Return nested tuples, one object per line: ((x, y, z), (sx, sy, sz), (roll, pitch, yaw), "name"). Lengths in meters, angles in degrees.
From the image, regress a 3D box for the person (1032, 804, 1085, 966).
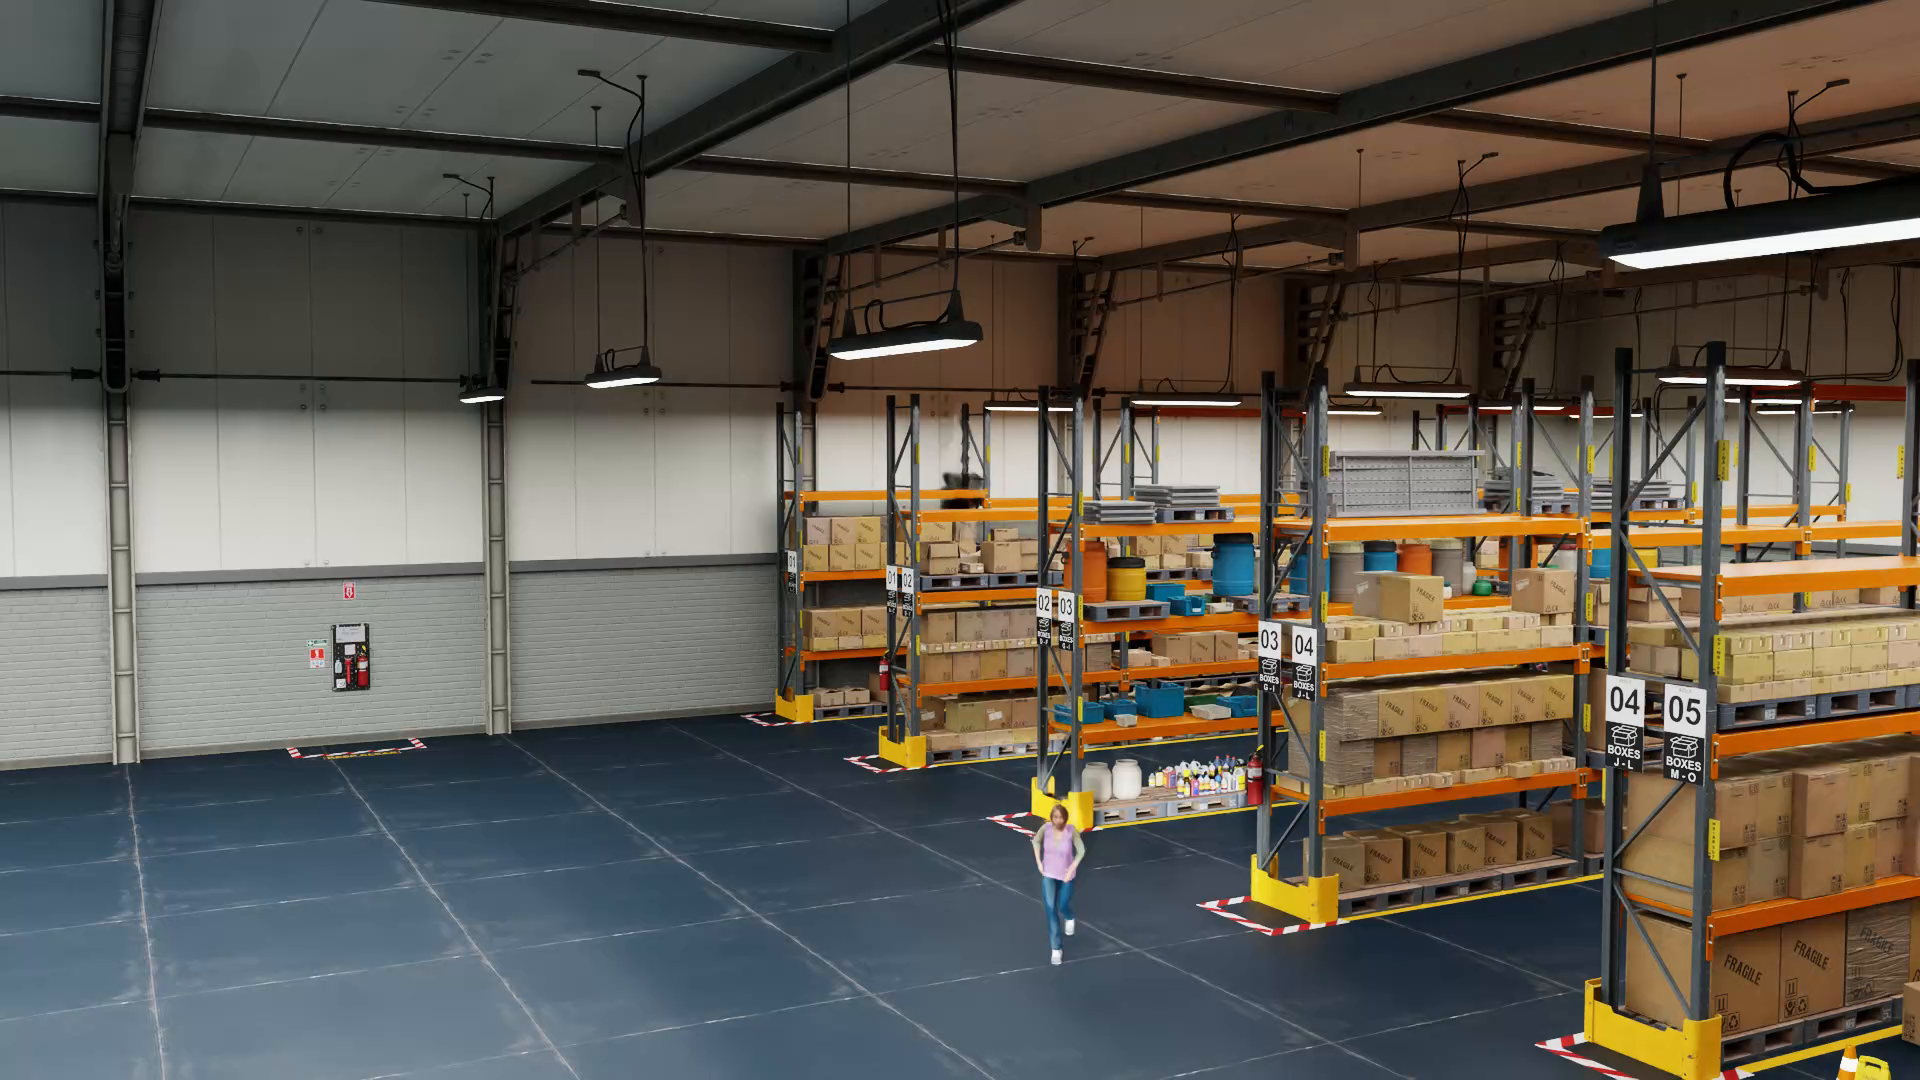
((1.007, 3.422, 16.924), (0.544, 1.573, 0.922), (1, 3, 13), "person")
